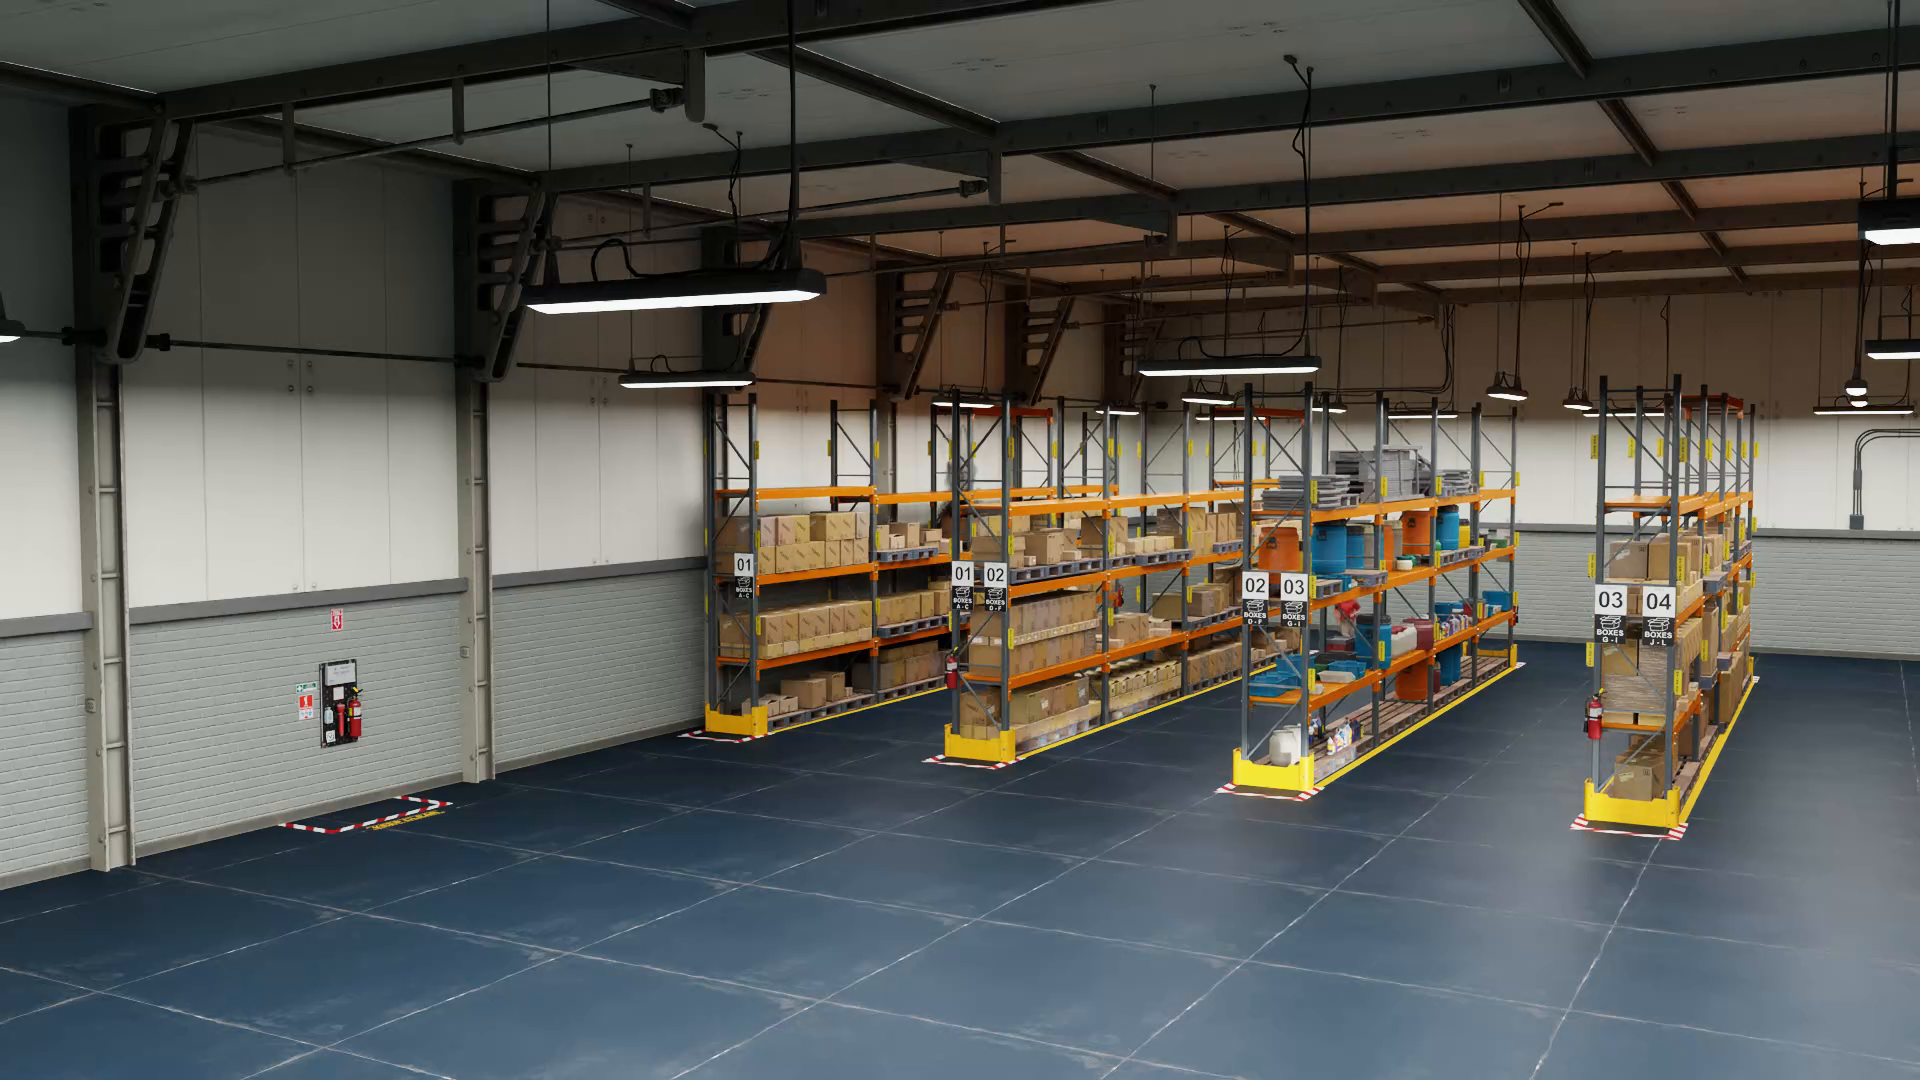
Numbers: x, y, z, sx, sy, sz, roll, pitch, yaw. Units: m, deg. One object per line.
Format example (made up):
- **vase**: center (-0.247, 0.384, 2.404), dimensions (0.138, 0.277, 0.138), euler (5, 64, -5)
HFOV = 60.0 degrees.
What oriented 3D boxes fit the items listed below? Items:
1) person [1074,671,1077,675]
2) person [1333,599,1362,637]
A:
- **person**: center (2.336, 2.327, 34.532), dimensions (0.627, 1.690, 0.762), euler (1, 3, 23)
- **person**: center (9.197, 2.033, 39.490), dimensions (0.675, 1.754, 0.826), euler (1, 3, 16)
